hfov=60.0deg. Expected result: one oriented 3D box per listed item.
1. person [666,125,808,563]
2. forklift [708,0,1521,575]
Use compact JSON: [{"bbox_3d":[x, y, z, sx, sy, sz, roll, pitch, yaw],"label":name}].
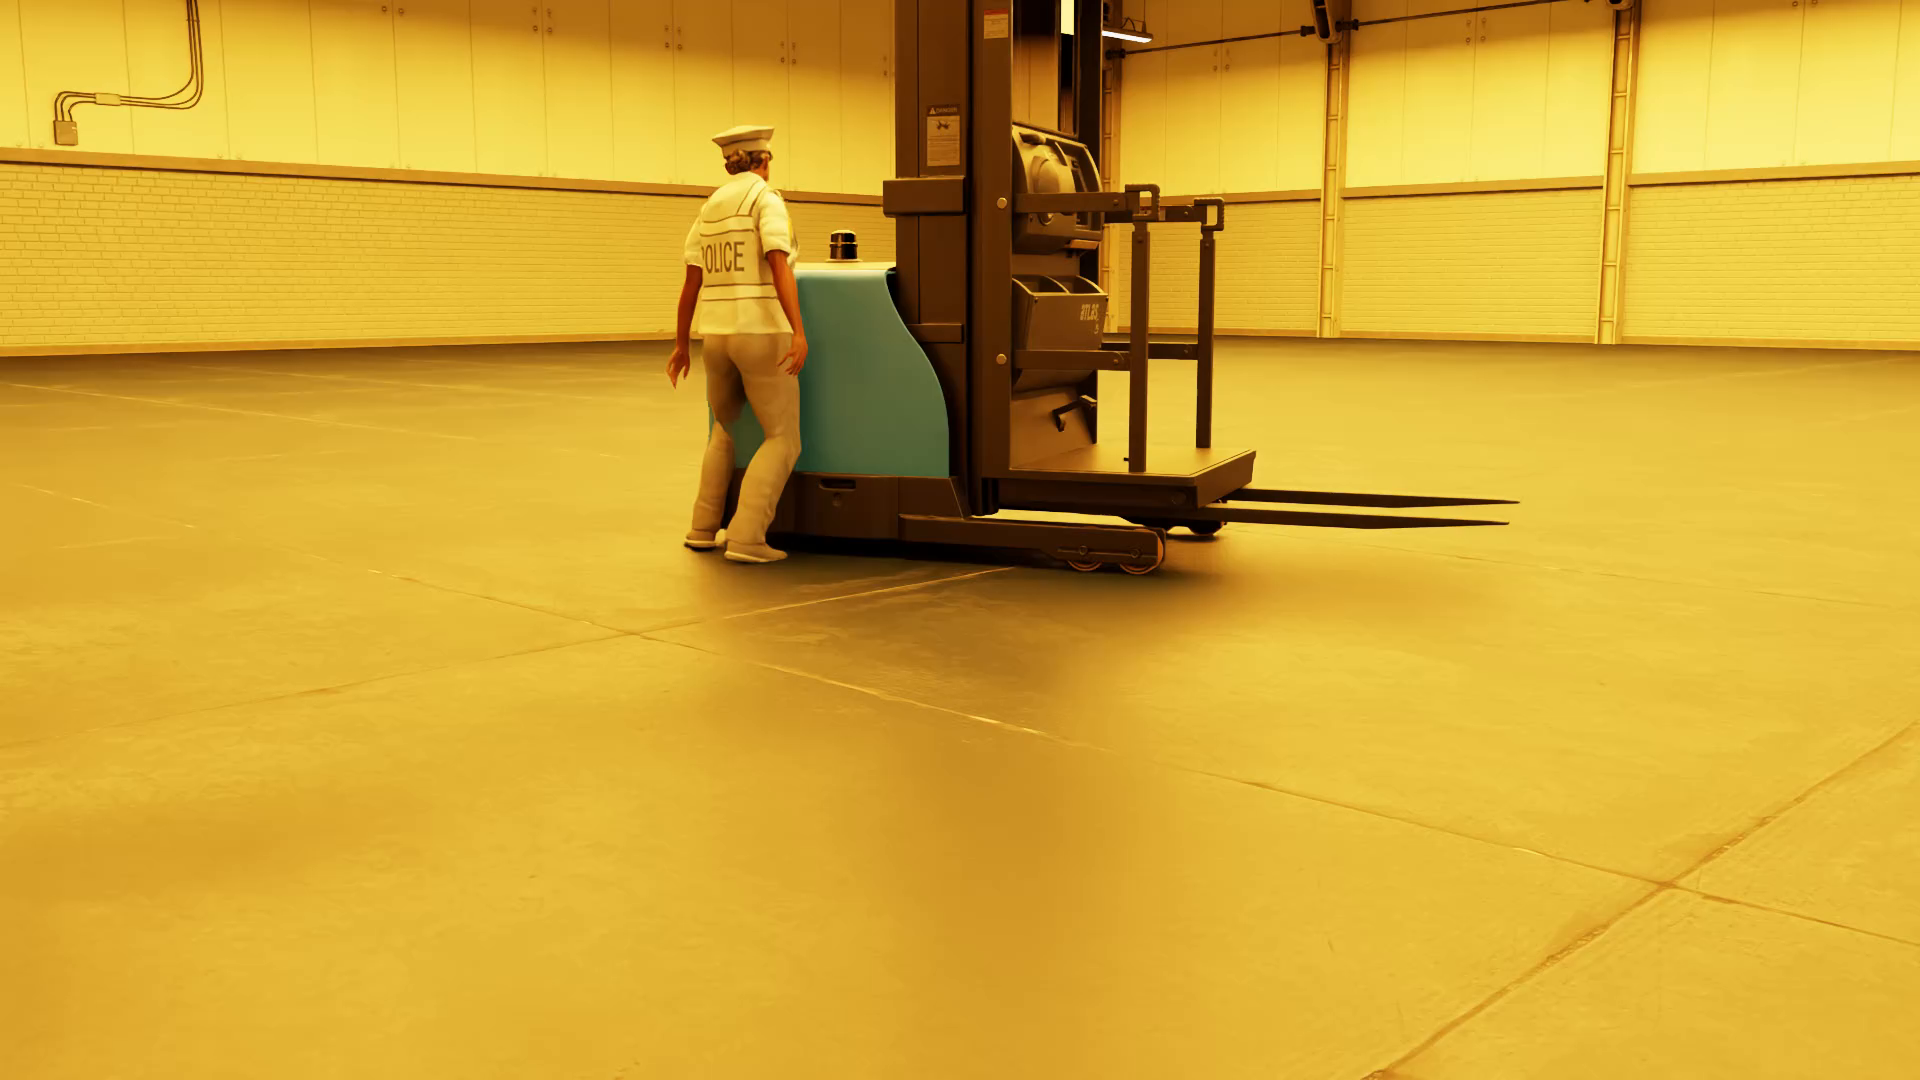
[{"bbox_3d":[-0.819,-0.730,6.250,0.810,1.635,0.431,8,12,42],"label":"person"},{"bbox_3d":[0.565,-1.416,6.275,3.031,2.935,1.130,3,9,22],"label":"forklift"}]
